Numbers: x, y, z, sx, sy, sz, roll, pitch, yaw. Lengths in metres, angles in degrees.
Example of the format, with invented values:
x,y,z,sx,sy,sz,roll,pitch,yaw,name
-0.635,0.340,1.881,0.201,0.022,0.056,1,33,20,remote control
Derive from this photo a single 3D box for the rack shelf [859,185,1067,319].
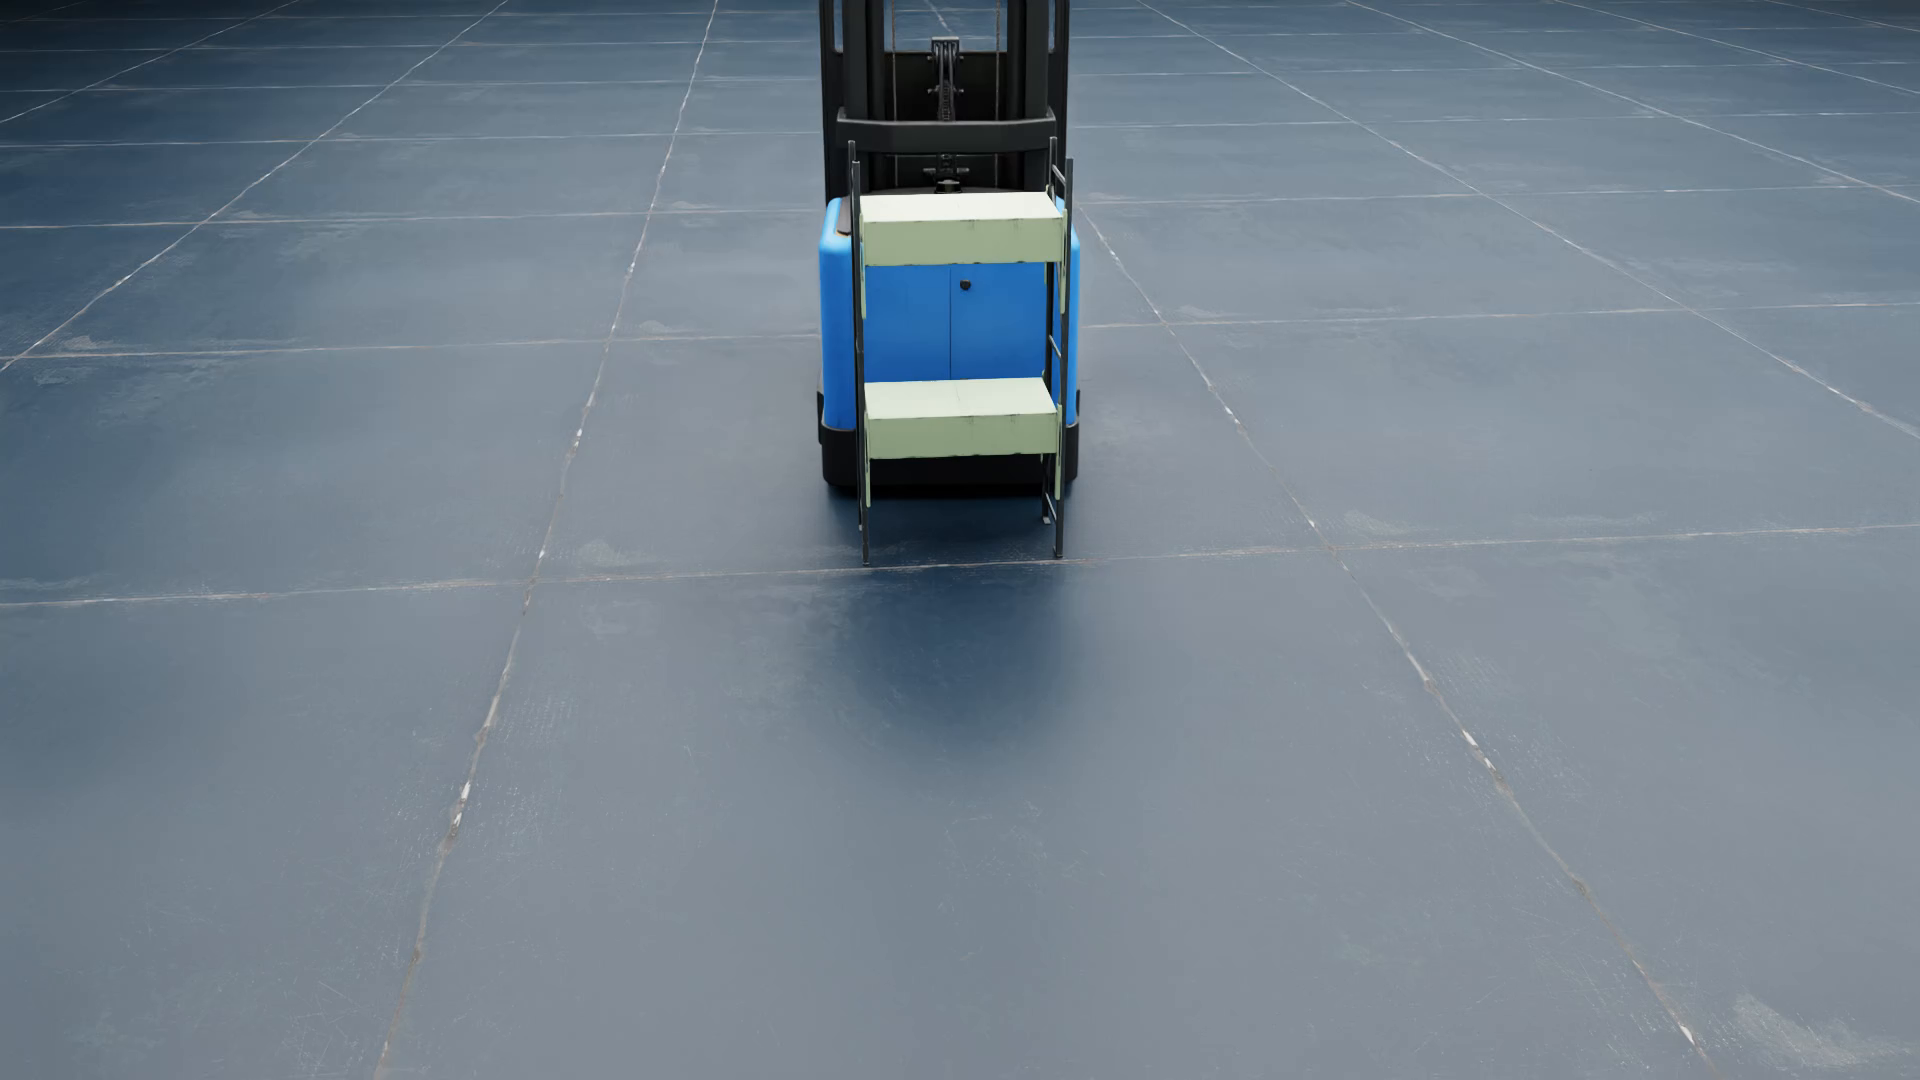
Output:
x,y,z,sx,sy,sz,roll,pitch,yaw,name
-0.007,-1.042,5.979,0.720,0.370,0.431,-2,24,-5,rack shelf

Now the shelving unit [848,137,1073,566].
x,y,z,sx,sy,sz,roll,pitch,yaw,name
-0.007,-0.685,6.138,0.755,1.500,0.431,-2,24,-5,shelving unit

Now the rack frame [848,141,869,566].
x,y,z,sx,sy,sz,roll,pitch,yaw,name
-0.371,-0.670,6.105,0.023,1.500,0.400,-2,24,-5,rack frame

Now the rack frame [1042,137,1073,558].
x,y,z,sx,sy,sz,roll,pitch,yaw,name
0.358,-0.700,6.170,0.023,1.500,0.400,-2,24,-5,rack frame

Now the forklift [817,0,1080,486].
x,y,z,sx,sy,sz,roll,pitch,yaw,name
-0.074,-2.113,7.587,1.130,2.935,3.031,-1,24,-1,forklift

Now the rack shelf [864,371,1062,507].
x,y,z,sx,sy,sz,roll,pitch,yaw,name
-0.007,-0.387,6.270,0.720,0.370,0.431,-2,24,-5,rack shelf
